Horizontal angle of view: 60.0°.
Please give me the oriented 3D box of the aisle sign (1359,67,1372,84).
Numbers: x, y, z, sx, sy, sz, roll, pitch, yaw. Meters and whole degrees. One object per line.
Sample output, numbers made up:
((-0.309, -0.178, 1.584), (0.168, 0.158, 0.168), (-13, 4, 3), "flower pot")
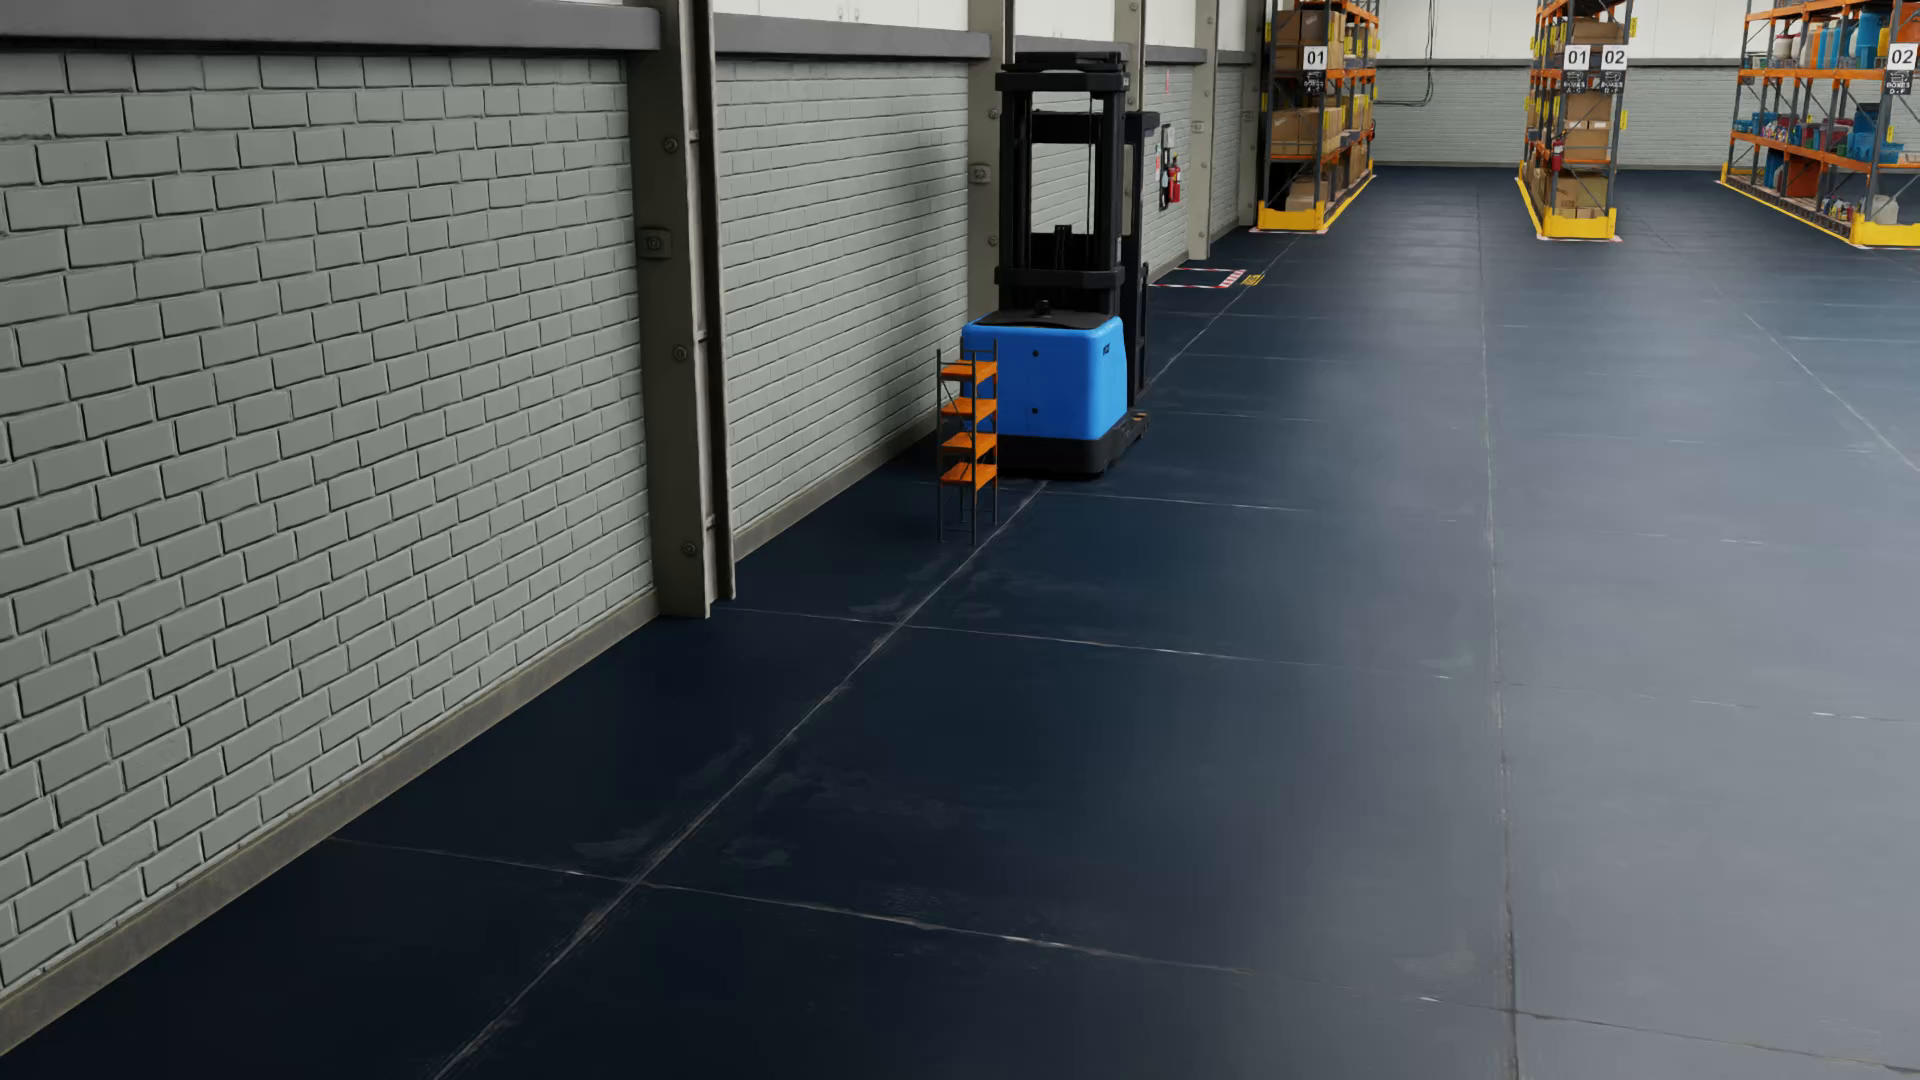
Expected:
((10.862, -12.549, 44.311), (0.394, 0.787, 0.004), (5, 16, 16), "aisle sign")

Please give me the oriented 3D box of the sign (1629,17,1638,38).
((11.288, -8.591, 27.875), (0.100, 0.325, 0.005), (5, 16, 16), "sign")

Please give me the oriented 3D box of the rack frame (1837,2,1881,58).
((16.642, -10.281, 30.085), (1.000, 3.000, 0.127), (5, 16, 16), "rack frame")

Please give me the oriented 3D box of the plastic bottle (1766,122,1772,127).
((18.494, -9.387, 38.016), (0.144, 0.351, 0.185), (5, 16, 16), "plastic bottle")

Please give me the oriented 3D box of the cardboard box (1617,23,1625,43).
((11.492, -8.907, 29.530), (0.500, 0.500, 0.500), (5, 16, 16), "cardboard box")

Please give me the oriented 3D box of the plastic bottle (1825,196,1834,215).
((16.015, -6.153, 30.574), (0.144, 0.351, 0.185), (5, 17, 17), "plastic bottle")

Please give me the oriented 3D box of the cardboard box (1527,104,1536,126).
((13.819, -10.017, 39.194), (0.700, 0.500, 0.500), (-1, 16, -3), "cardboard box")

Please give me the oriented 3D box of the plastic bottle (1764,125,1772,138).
((18.315, -9.241, 37.640), (0.152, 0.276, 0.135), (5, 16, 16), "plastic bottle")

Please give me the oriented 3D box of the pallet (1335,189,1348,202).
((8.057, -7.664, 36.962), (1.003, 0.211, 1.213), (5, 16, 16), "pallet")

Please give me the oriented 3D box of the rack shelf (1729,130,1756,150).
((19.484, -9.665, 40.226), (1.077, 0.370, 4.000), (5, 16, 16), "rack shelf")

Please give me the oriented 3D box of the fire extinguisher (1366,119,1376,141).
((11.039, -11.090, 44.756), (0.296, 0.674, 0.183), (5, 16, 16), "fire extinguisher")

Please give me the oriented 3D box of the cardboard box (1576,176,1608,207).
((11.264, -6.228, 29.683), (0.500, 0.500, 0.500), (5, 16, 16), "cardboard box")

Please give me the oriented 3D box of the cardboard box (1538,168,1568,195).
((11.462, -6.923, 32.135), (0.500, 0.500, 0.500), (5, 16, 16), "cardboard box")

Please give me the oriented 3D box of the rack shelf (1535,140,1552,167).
((12.463, -7.957, 34.205), (1.077, 0.370, 4.000), (5, 16, 16), "rack shelf")

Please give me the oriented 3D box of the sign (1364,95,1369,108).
((9.940, -10.736, 40.705), (0.100, 0.325, 0.005), (5, 16, 16), "sign")

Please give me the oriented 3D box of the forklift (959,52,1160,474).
((0.903, -2.240, 12.855), (1.130, 2.935, 3.031), (5, 16, 16), "forklift")

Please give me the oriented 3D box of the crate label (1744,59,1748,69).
((19.481, -11.690, 40.821), (0.408, 0.251, 0.502), (5, 16, 16), "crate label")

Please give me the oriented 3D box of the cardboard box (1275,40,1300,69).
((5.883, -8.746, 29.951), (0.500, 0.500, 0.500), (6, 17, 20), "cardboard box")

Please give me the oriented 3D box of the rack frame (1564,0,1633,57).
((10.758, -9.620, 27.754), (1.000, 3.000, 0.127), (5, 16, 16), "rack frame")

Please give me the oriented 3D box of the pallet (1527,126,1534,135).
((13.836, -9.580, 38.960), (1.003, 0.211, 1.213), (5, 16, 16), "pallet")

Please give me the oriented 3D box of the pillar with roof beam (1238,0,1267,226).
((9.504, -9.919, 28.810), (9.100, 9.000, 0.400), (5, 16, 16), "pillar with roof beam")

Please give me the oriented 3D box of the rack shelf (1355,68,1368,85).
((8.849, -10.830, 38.836), (1.077, 0.370, 4.000), (5, 16, 16), "rack shelf")

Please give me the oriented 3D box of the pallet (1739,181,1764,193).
((19.088, -8.342, 39.352), (1.003, 0.211, 1.213), (5, 16, 16), "pallet")

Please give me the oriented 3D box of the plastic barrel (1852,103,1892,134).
((17.043, -7.714, 31.109), (0.600, 0.901, 0.708), (5, 16, 16), "plastic barrel")

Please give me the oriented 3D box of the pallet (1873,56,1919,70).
((15.834, -7.910, 27.567), (1.003, 0.211, 1.213), (5, 16, 16), "pallet")

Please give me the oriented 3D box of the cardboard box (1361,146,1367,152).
((10.517, -10.309, 43.799), (0.380, 0.149, 0.250), (5, 17, 17), "cardboard box")

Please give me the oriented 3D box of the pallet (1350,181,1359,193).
((8.925, -8.387, 39.511), (1.003, 0.211, 1.213), (5, 16, 16), "pallet")

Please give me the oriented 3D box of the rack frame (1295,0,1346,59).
((7.144, -11.049, 32.794), (1.000, 3.000, 0.127), (5, 16, 16), "rack frame")

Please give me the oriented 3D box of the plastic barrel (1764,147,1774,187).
((18.745, -8.539, 38.015), (0.600, 0.901, 0.708), (5, 16, 16), "plastic barrel")

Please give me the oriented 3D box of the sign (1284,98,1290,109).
((6.611, -8.762, 33.603), (0.100, 0.325, 0.005), (5, 16, 16), "sign")

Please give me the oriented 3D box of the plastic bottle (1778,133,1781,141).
((17.767, -8.727, 35.963), (0.097, 0.201, 0.097), (0, 16, 0), "plastic bottle")

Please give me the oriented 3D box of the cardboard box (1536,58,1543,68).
((14.051, -11.392, 39.773), (0.500, 0.250, 0.500), (5, 16, 16), "cardboard box")

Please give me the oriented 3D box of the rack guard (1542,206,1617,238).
((10.751, -5.525, 28.891), (1.175, 0.500, 0.348), (5, 16, 16), "rack guard")

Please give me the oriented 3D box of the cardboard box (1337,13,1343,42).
((6.977, -9.711, 31.521), (0.500, 0.500, 0.500), (4, 16, 14), "cardboard box")

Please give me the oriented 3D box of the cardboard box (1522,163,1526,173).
((14.736, -9.557, 42.760), (0.500, 0.250, 0.500), (5, 16, 16), "cardboard box")

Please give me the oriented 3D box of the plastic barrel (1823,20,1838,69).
((16.765, -9.400, 31.558), (0.600, 0.901, 0.600), (0, 16, 0), "plastic barrel")

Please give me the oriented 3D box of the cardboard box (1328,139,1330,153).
((6.584, -7.294, 30.787), (0.500, 0.250, 0.500), (4, 16, 14), "cardboard box")

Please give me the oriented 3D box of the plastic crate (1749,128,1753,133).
((18.976, -9.698, 39.418), (0.437, 0.125, 0.590), (5, 16, 16), "plastic crate")

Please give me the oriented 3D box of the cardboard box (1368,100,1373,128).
((10.419, -11.313, 44.167), (0.980, 0.700, 0.700), (5, 17, 18), "cardboard box")

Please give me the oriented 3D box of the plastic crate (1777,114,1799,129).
((19.410, -9.762, 39.021), (0.402, 0.464, 0.583), (5, 16, 16), "plastic crate")

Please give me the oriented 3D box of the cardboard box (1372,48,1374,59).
((10.310, -12.439, 42.512), (0.500, 0.250, 0.500), (4, 16, 14), "cardboard box")

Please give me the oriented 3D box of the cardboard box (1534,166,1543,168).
((13.072, -8.099, 37.159), (0.500, 0.500, 0.500), (5, 17, 18), "cardboard box")

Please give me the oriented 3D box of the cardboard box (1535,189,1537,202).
((11.880, -6.922, 33.507), (0.500, 0.250, 0.500), (4, 16, 15), "cardboard box")

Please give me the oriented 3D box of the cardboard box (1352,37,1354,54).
((8.966, -11.587, 39.196), (0.700, 0.500, 0.500), (4, 16, 15), "cardboard box")

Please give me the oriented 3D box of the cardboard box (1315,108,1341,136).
((7.170, -8.183, 32.545), (0.500, 0.500, 0.500), (5, 16, 16), "cardboard box")

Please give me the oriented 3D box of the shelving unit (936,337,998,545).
((0.047, -0.621, 10.318), (0.258, 1.200, 0.503), (5, 16, 16), "shelving unit")
